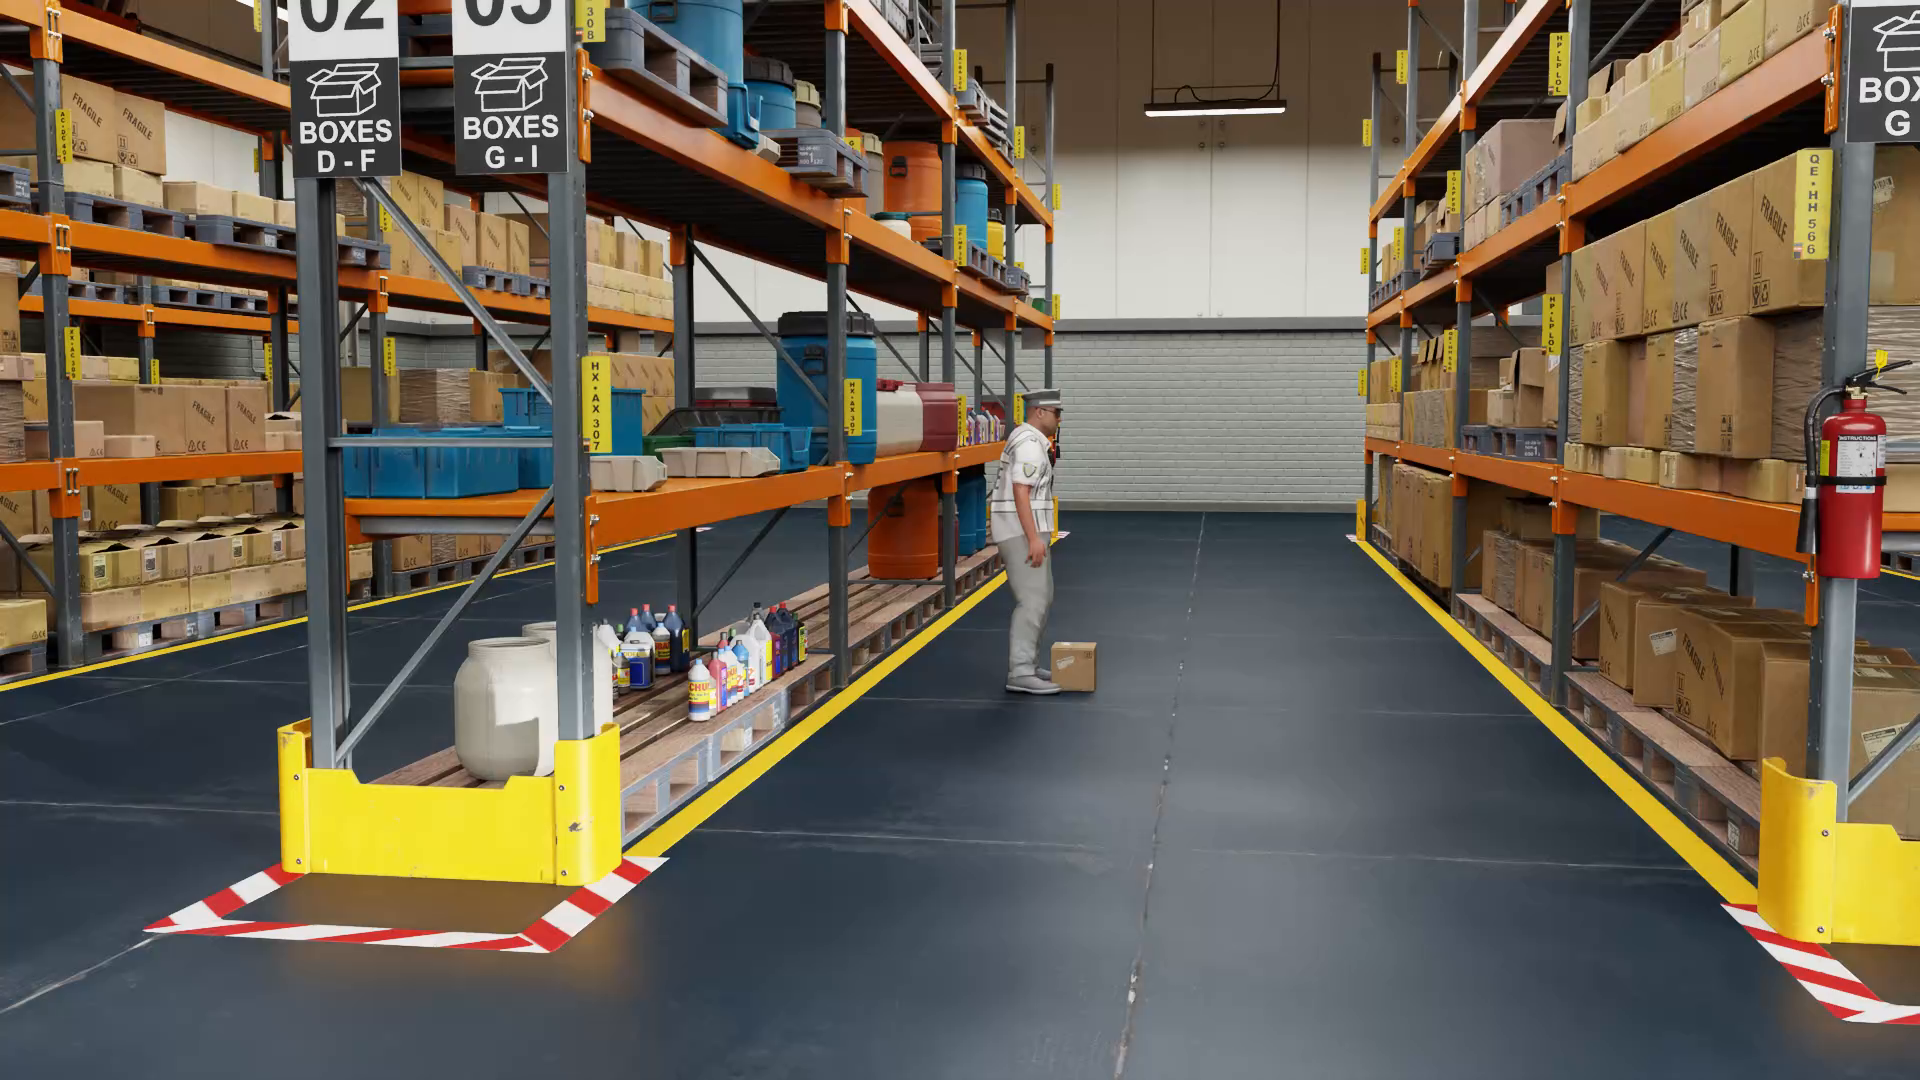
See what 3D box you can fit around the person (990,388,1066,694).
[{"bbox_3d":[0.400,-0.010,9.720,0.434,1.748,0.594,1,4,7],"label":"person"}]
